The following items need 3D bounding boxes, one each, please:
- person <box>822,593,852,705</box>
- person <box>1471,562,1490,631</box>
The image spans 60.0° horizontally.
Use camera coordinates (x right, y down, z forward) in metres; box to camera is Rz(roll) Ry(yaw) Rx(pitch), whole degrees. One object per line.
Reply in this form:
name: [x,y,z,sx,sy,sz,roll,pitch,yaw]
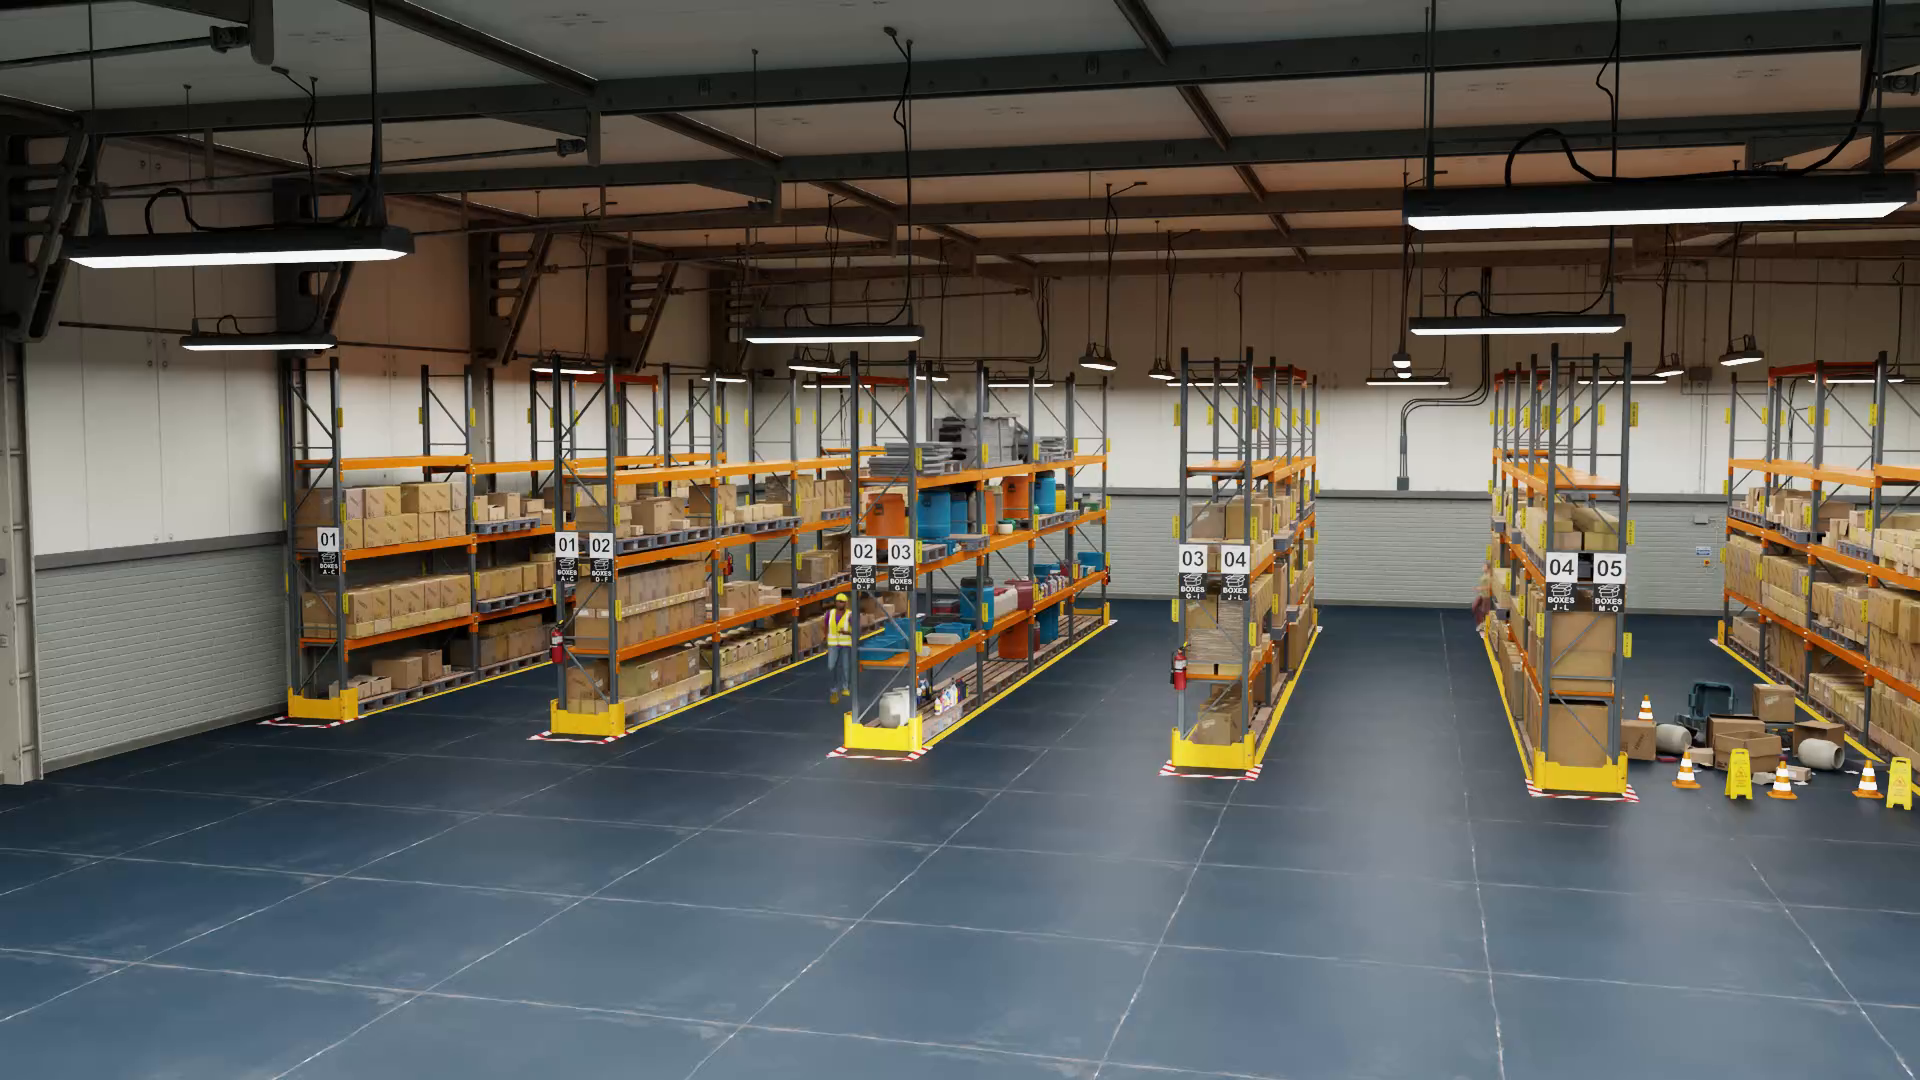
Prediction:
person: [-2.005,1.819,27.735,0.670,1.859,0.712,1,4,8]
person: [12.324,1.329,38.931,0.604,1.665,0.582,0,4,-4]
